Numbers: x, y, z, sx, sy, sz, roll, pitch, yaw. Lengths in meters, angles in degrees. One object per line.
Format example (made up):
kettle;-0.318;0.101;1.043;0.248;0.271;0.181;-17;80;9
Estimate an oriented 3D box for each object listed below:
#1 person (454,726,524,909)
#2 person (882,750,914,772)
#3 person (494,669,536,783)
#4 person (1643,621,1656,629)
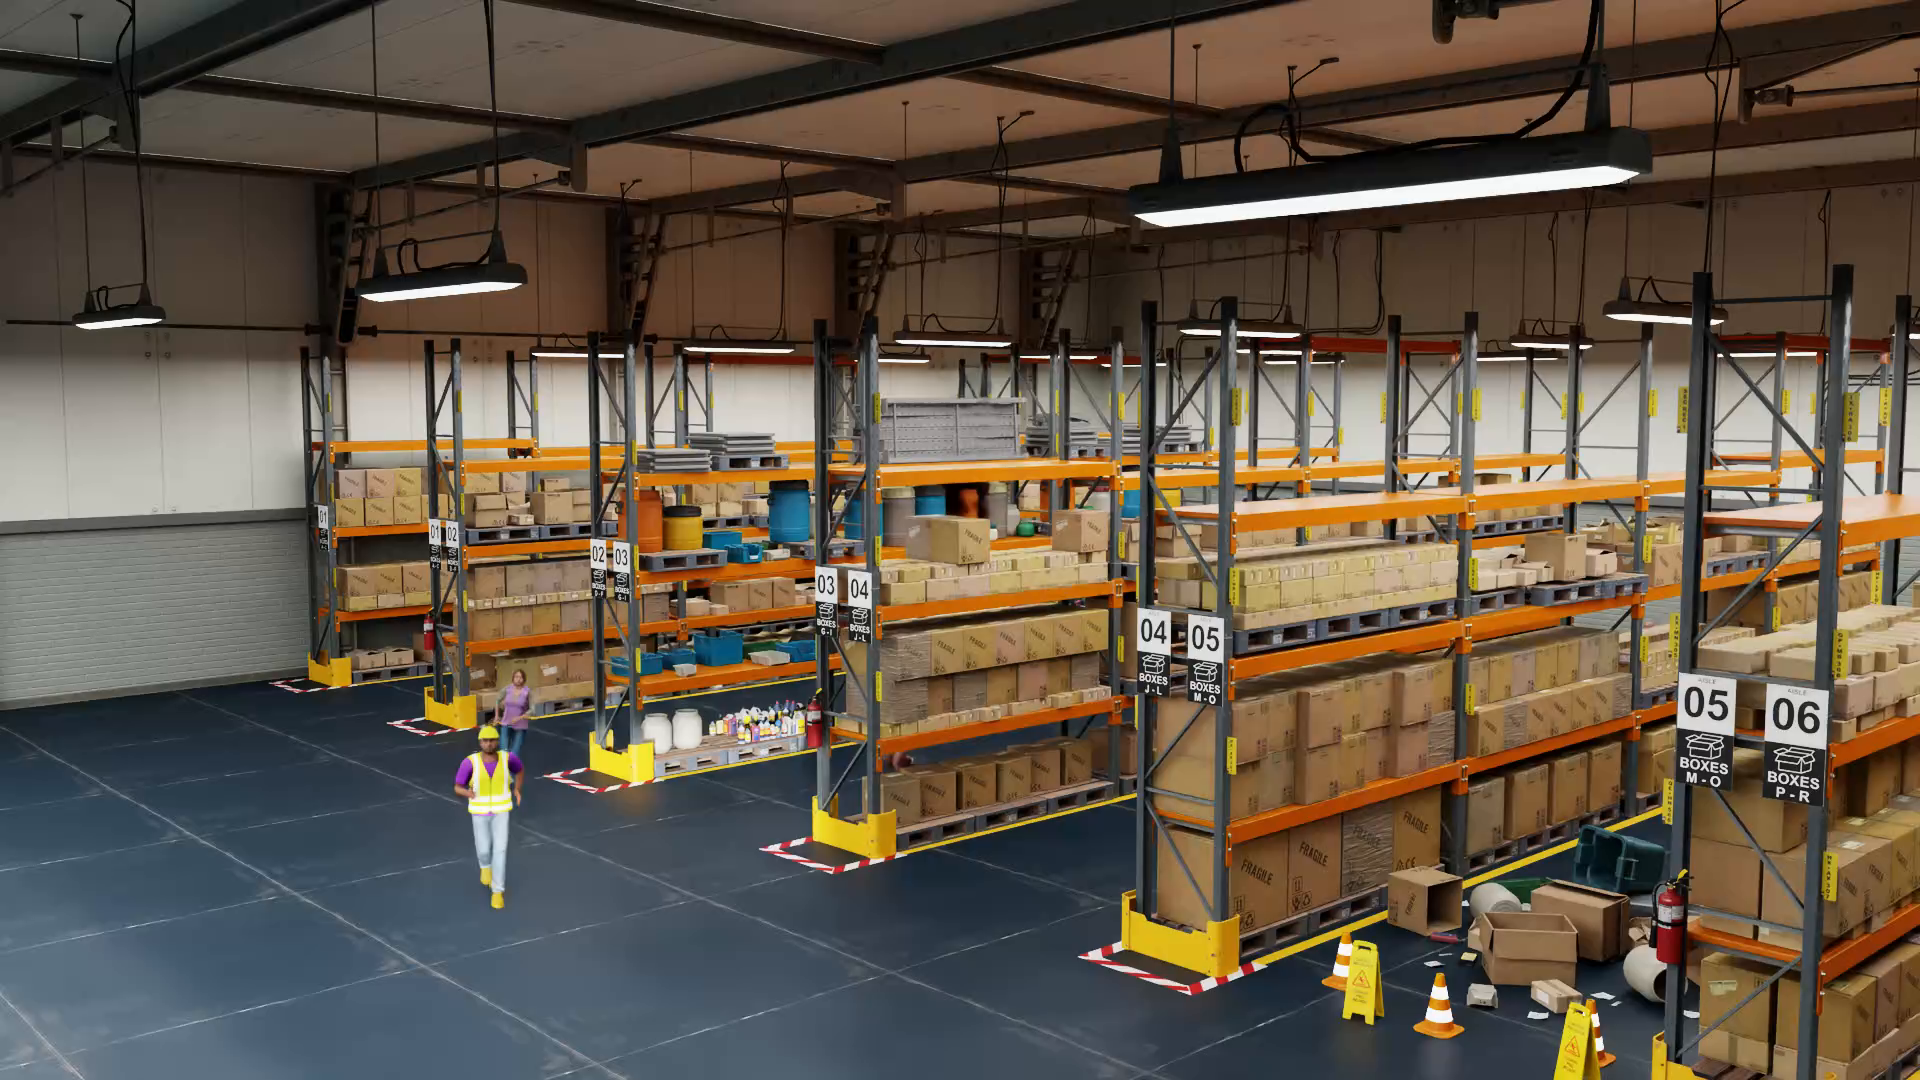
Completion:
person;-4.779;2.770;16.931;0.698;1.760;0.970;-2;5;-17
person;-0.736;2.483;21.452;0.580;1.602;0.558;4;7;40
person;-5.874;2.465;21.929;0.555;1.532;0.535;-1;5;-9
person;10.578;2.081;25.455;0.755;1.672;0.678;-3;6;-31
